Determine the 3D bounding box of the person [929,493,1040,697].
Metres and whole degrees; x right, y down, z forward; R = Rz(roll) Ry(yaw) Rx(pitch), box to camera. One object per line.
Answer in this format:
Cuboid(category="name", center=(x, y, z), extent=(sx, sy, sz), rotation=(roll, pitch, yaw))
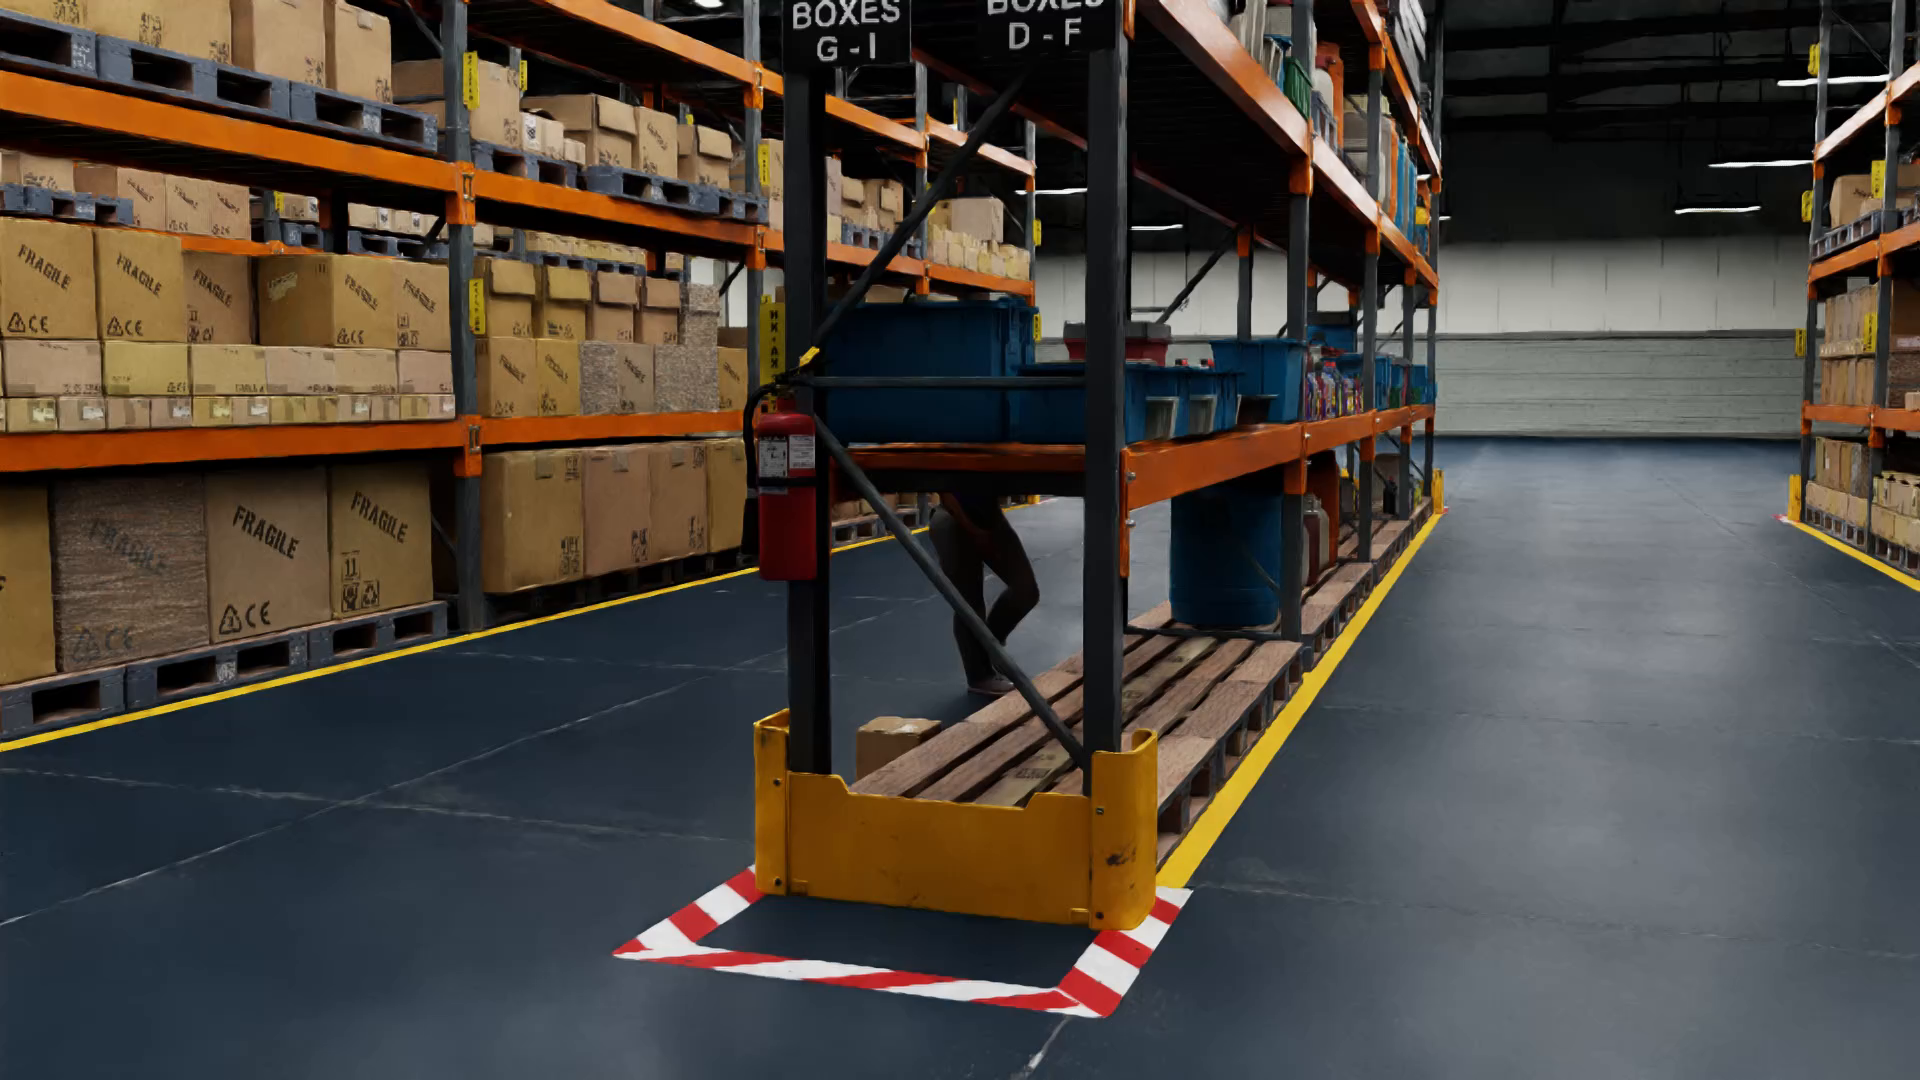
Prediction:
Cuboid(category="person", center=(0.095, -0.053, 7.825), extent=(0.470, 1.613, 0.663), rotation=(5, 7, 44))
